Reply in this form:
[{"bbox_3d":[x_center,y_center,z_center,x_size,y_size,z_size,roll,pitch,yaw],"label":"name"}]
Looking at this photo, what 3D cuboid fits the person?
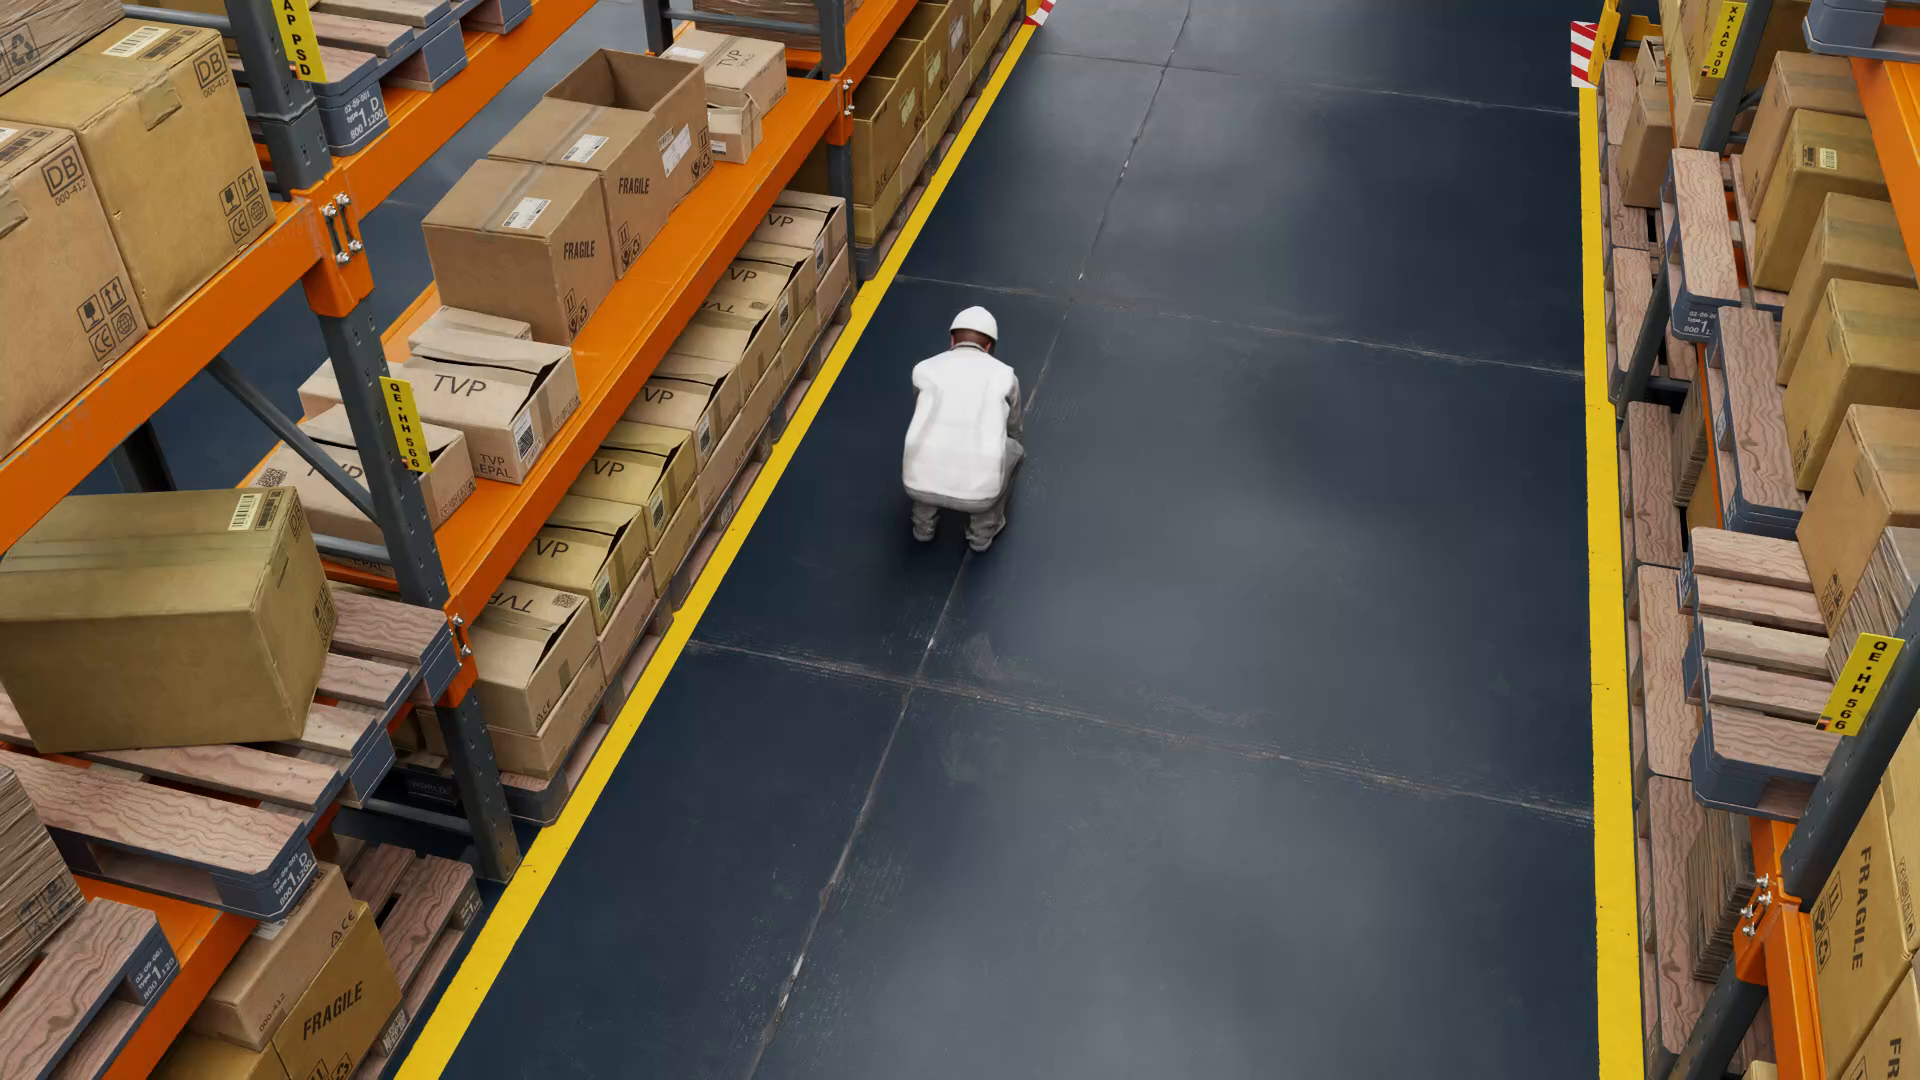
[{"bbox_3d":[0.022,-0.462,7.428,0.529,0.870,0.934,10,42,11],"label":"person"}]
